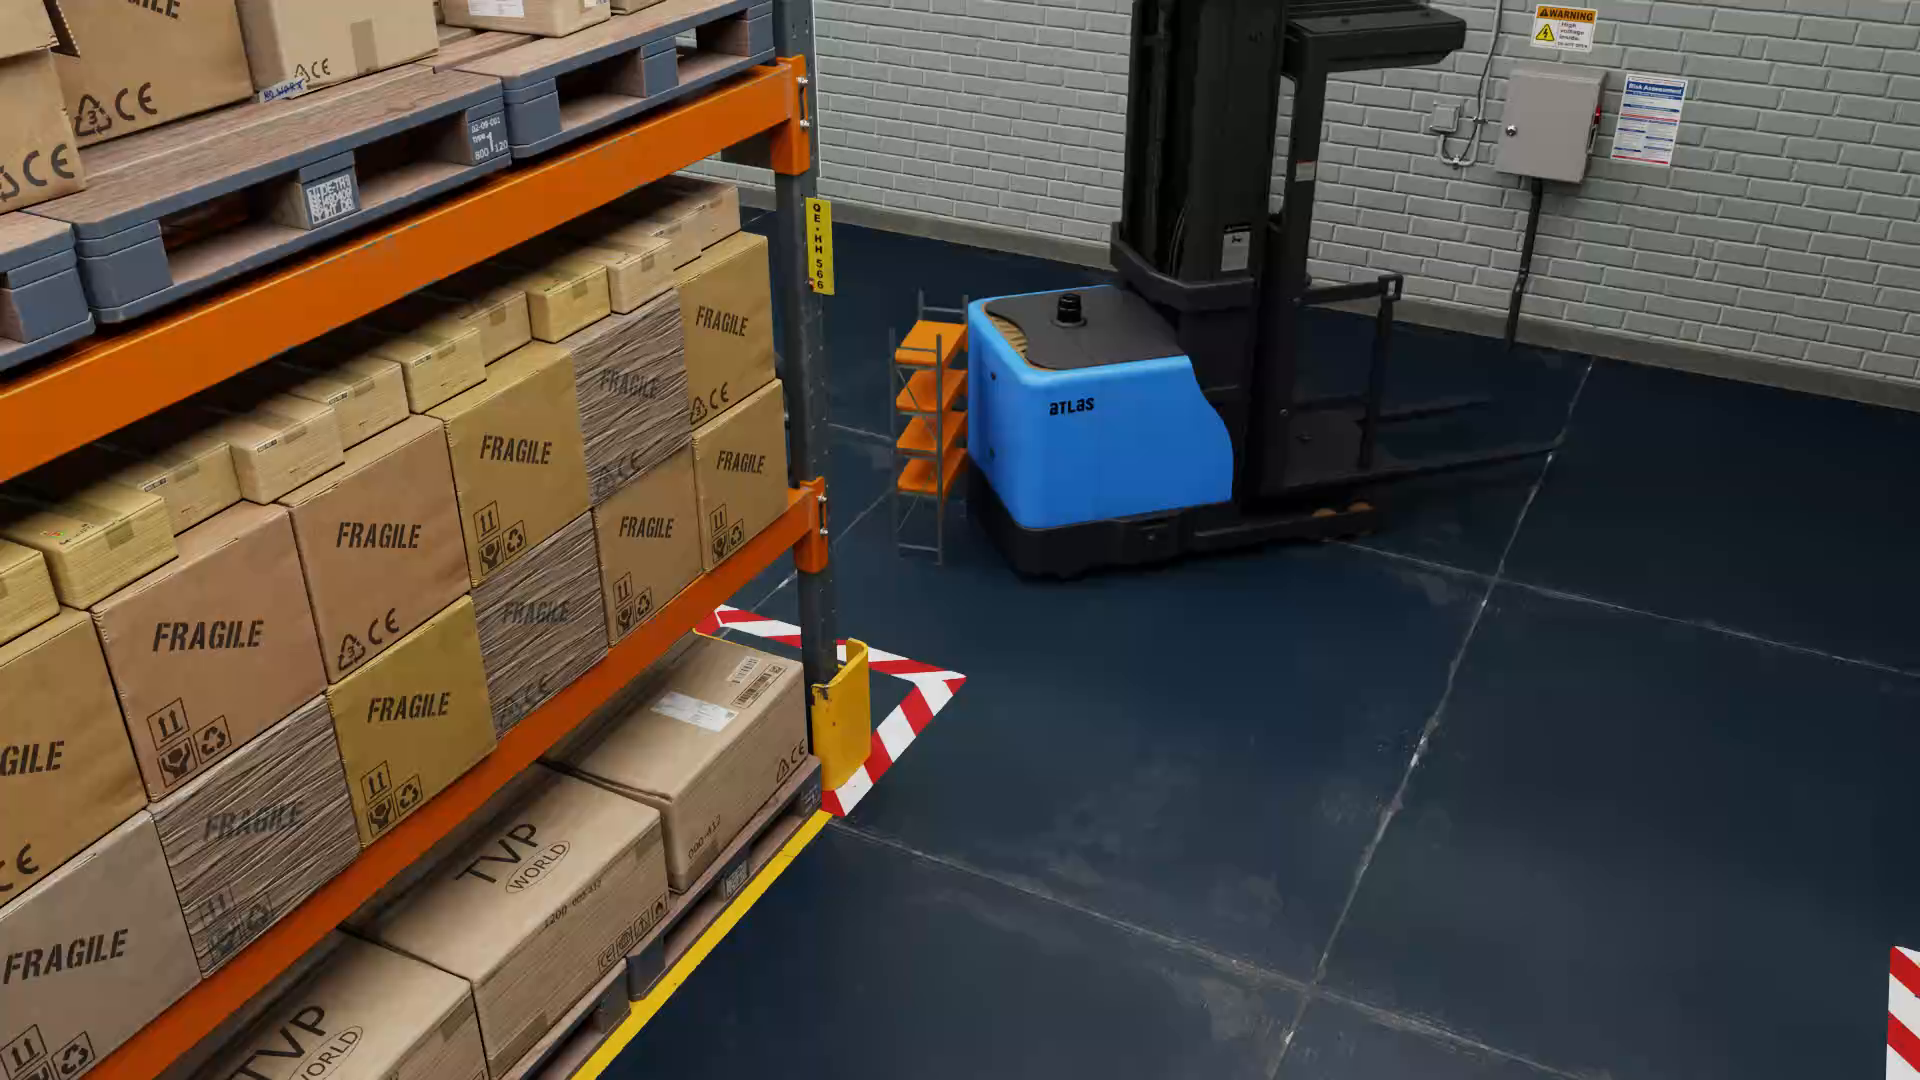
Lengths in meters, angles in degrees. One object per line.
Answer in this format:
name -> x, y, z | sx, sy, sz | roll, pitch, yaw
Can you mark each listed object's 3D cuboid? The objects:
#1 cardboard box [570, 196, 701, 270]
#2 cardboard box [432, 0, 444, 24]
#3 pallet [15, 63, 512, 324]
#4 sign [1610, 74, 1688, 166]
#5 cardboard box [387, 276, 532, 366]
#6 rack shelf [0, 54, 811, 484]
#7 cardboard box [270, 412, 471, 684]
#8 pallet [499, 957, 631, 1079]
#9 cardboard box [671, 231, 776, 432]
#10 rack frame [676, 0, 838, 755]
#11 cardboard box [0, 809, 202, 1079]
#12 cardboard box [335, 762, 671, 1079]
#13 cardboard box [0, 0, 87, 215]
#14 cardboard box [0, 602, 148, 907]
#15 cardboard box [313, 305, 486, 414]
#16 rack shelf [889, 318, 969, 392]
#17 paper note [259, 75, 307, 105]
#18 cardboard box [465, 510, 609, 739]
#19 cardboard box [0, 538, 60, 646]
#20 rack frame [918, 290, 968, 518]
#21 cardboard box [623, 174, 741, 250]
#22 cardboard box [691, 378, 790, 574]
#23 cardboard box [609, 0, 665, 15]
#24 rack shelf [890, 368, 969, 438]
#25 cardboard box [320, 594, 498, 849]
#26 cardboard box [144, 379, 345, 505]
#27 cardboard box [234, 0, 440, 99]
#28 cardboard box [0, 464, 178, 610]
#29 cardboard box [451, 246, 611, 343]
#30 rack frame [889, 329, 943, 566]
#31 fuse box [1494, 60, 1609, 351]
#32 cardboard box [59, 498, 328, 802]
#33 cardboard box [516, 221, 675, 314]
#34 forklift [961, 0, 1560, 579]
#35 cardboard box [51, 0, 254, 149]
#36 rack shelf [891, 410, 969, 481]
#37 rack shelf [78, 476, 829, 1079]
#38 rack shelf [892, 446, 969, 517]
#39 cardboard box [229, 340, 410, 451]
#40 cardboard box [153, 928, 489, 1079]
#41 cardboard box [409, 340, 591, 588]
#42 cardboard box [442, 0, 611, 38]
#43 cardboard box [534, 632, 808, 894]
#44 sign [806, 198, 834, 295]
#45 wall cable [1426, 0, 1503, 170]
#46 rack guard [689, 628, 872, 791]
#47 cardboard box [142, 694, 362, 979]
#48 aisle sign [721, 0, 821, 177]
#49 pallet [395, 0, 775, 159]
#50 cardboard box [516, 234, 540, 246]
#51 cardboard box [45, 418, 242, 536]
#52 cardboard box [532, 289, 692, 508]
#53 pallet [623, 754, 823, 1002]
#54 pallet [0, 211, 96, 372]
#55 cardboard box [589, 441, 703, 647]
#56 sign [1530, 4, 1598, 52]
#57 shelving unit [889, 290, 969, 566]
cardboard box -> -1.025, -0.936, 5.112 | 0.380, 0.149, 0.250 | 15, 33, 24
cardboard box -> -1.646, -1.487, 4.546 | 0.380, 0.149, 0.250 | 16, 33, 25
pallet -> -1.829, -0.888, 3.862 | 1.003, 0.211, 1.213 | 14, 33, 23
sign -> 3.940, -2.403, 9.517 | 0.329, 0.494, 0.001 | 14, 33, 23
cardboard box -> -1.402, -0.600, 4.527 | 0.380, 0.149, 0.250 | 14, 33, 23
rack shelf -> -1.857, -0.602, 3.997 | 1.077, 0.370, 4.000 | 14, 33, 23
cardboard box -> -1.625, -0.030, 4.186 | 0.500, 0.500, 0.500 | 14, 33, 23
pallet -> -1.797, 1.620, 5.217 | 1.003, 0.211, 1.213 | 14, 33, 23
cardboard box -> -0.954, -0.709, 5.369 | 0.500, 0.500, 0.500 | 15, 33, 25
rack frame -> -0.946, -0.500, 6.109 | 1.000, 3.000, 0.127 | 14, 33, 23
cardboard box -> -2.088, 0.859, 3.642 | 0.500, 0.500, 0.500 | 15, 33, 24
cardboard box -> -1.567, 1.152, 5.384 | 0.875, 0.438, 0.875 | 15, 33, 25
cardboard box -> -2.182, -0.903, 3.173 | 0.797, 0.503, 0.637 | 17, 34, 27
cardboard box -> -2.100, 0.417, 3.407 | 0.500, 0.500, 0.500 | 14, 33, 23
cardboard box -> -1.464, -0.476, 4.311 | 0.380, 0.149, 0.250 | 15, 33, 24
rack shelf -> -0.140, -0.871, 7.773 | 0.258, 0.148, 0.480 | 7, 31, 12
paper note -> -1.385, -0.922, 3.405 | 0.006, 0.032, 0.123 | 14, 33, 23
cardboard box -> -1.398, 0.180, 4.825 | 0.500, 0.500, 0.500 | 15, 33, 25
cardboard box -> -2.044, 0.097, 3.313 | 0.380, 0.149, 0.250 | 14, 33, 23
rack frame -> -0.080, -0.648, 8.174 | 0.240, 1.200, 0.015 | 7, 31, 12
cardboard box -> -0.931, -1.054, 5.317 | 0.380, 0.149, 0.250 | 15, 33, 24
cardboard box -> -0.930, -0.270, 5.607 | 0.500, 0.500, 0.500 | 14, 33, 24
cardboard box -> -1.071, -1.742, 4.887 | 0.500, 0.250, 0.500 | 11, 32, 19
rack shelf -> -0.140, -0.666, 7.891 | 0.258, 0.148, 0.480 | 7, 31, 12
cardboard box -> -1.621, 0.411, 4.421 | 0.500, 0.500, 0.500 | 15, 33, 25
cardboard box -> -1.683, -0.237, 3.895 | 0.380, 0.149, 0.250 | 14, 33, 23
cardboard box -> -1.672, -1.336, 4.119 | 0.500, 0.311, 0.500 | 15, 33, 24
cardboard box -> -1.897, -0.014, 3.506 | 0.380, 0.149, 0.250 | 13, 32, 22
cardboard box -> -1.219, -0.700, 4.701 | 0.380, 0.149, 0.250 | 15, 33, 24
rack frame -> -0.200, -0.413, 7.764 | 0.240, 1.200, 0.015 | 7, 31, 12
fuse box -> 3.406, -1.905, 9.850 | 0.539, 1.711, 0.414 | 14, 33, 23
cardboard box -> -1.856, 0.193, 3.798 | 0.500, 0.500, 0.500 | 15, 33, 24
cardboard box -> -1.068, -0.802, 4.879 | 0.380, 0.149, 0.250 | 14, 33, 23
forklift -> 1.580, -1.503, 7.924 | 3.031, 2.935, 1.130 | -9, 31, -15
cardboard box -> -1.998, -1.210, 3.711 | 0.500, 0.500, 0.500 | 15, 33, 24
rack shelf -> -0.140, -0.472, 8.002 | 0.258, 0.148, 0.480 | 7, 31, 12
rack shelf -> -1.857, 0.698, 4.744 | 1.077, 0.370, 4.000 | 14, 33, 23
rack shelf -> -0.140, -0.300, 8.101 | 0.258, 0.148, 0.480 | 7, 31, 12
cardboard box -> -1.600, -0.364, 4.115 | 0.380, 0.149, 0.250 | 15, 33, 25
cardboard box -> -1.979, 1.551, 4.688 | 0.875, 0.438, 0.875 | 13, 32, 22
cardboard box -> -1.394, -0.253, 4.573 | 0.500, 0.500, 0.500 | 14, 33, 23
cardboard box -> -1.191, -1.494, 4.557 | 0.380, 0.149, 0.250 | 12, 32, 19
cardboard box -> -1.158, 0.744, 6.093 | 0.875, 0.438, 0.875 | 13, 32, 22
sign -> -0.469, -0.976, 5.537 | 0.100, 0.325, 0.005 | 14, 33, 23
wall cable -> 2.870, -3.129, 9.667 | 0.588, 1.984, 0.122 | 14, 33, 23
rack guard -> -0.935, 0.573, 6.750 | 1.175, 0.500, 0.348 | 14, 33, 23
cardboard box -> -1.856, 0.640, 4.023 | 0.500, 0.500, 0.500 | 15, 33, 24
aisle sign -> -0.637, -1.589, 5.395 | 0.394, 0.787, 0.004 | 14, 33, 23
pallet -> -1.275, -1.431, 4.807 | 1.003, 0.211, 1.213 | 14, 33, 23
cardboard box -> -1.410, -1.032, 5.278 | 0.380, 0.149, 0.250 | 15, 33, 24
cardboard box -> -1.856, -0.144, 3.733 | 0.380, 0.149, 0.250 | 14, 33, 23
cardboard box -> -1.166, -0.471, 4.954 | 0.500, 0.500, 0.500 | 14, 33, 23
pallet -> -1.241, 1.081, 6.155 | 1.003, 0.211, 1.213 | 14, 33, 23
pallet -> -2.386, -0.350, 2.924 | 1.003, 0.211, 1.213 | 14, 33, 23
cardboard box -> -1.172, -0.051, 5.226 | 0.500, 0.500, 0.500 | 14, 33, 22
sign -> 3.451, -2.927, 9.505 | 0.339, 0.242, 0.001 | 14, 33, 23
shelving unit -> -0.140, -0.530, 7.969 | 0.258, 1.200, 0.503 | 7, 31, 12
